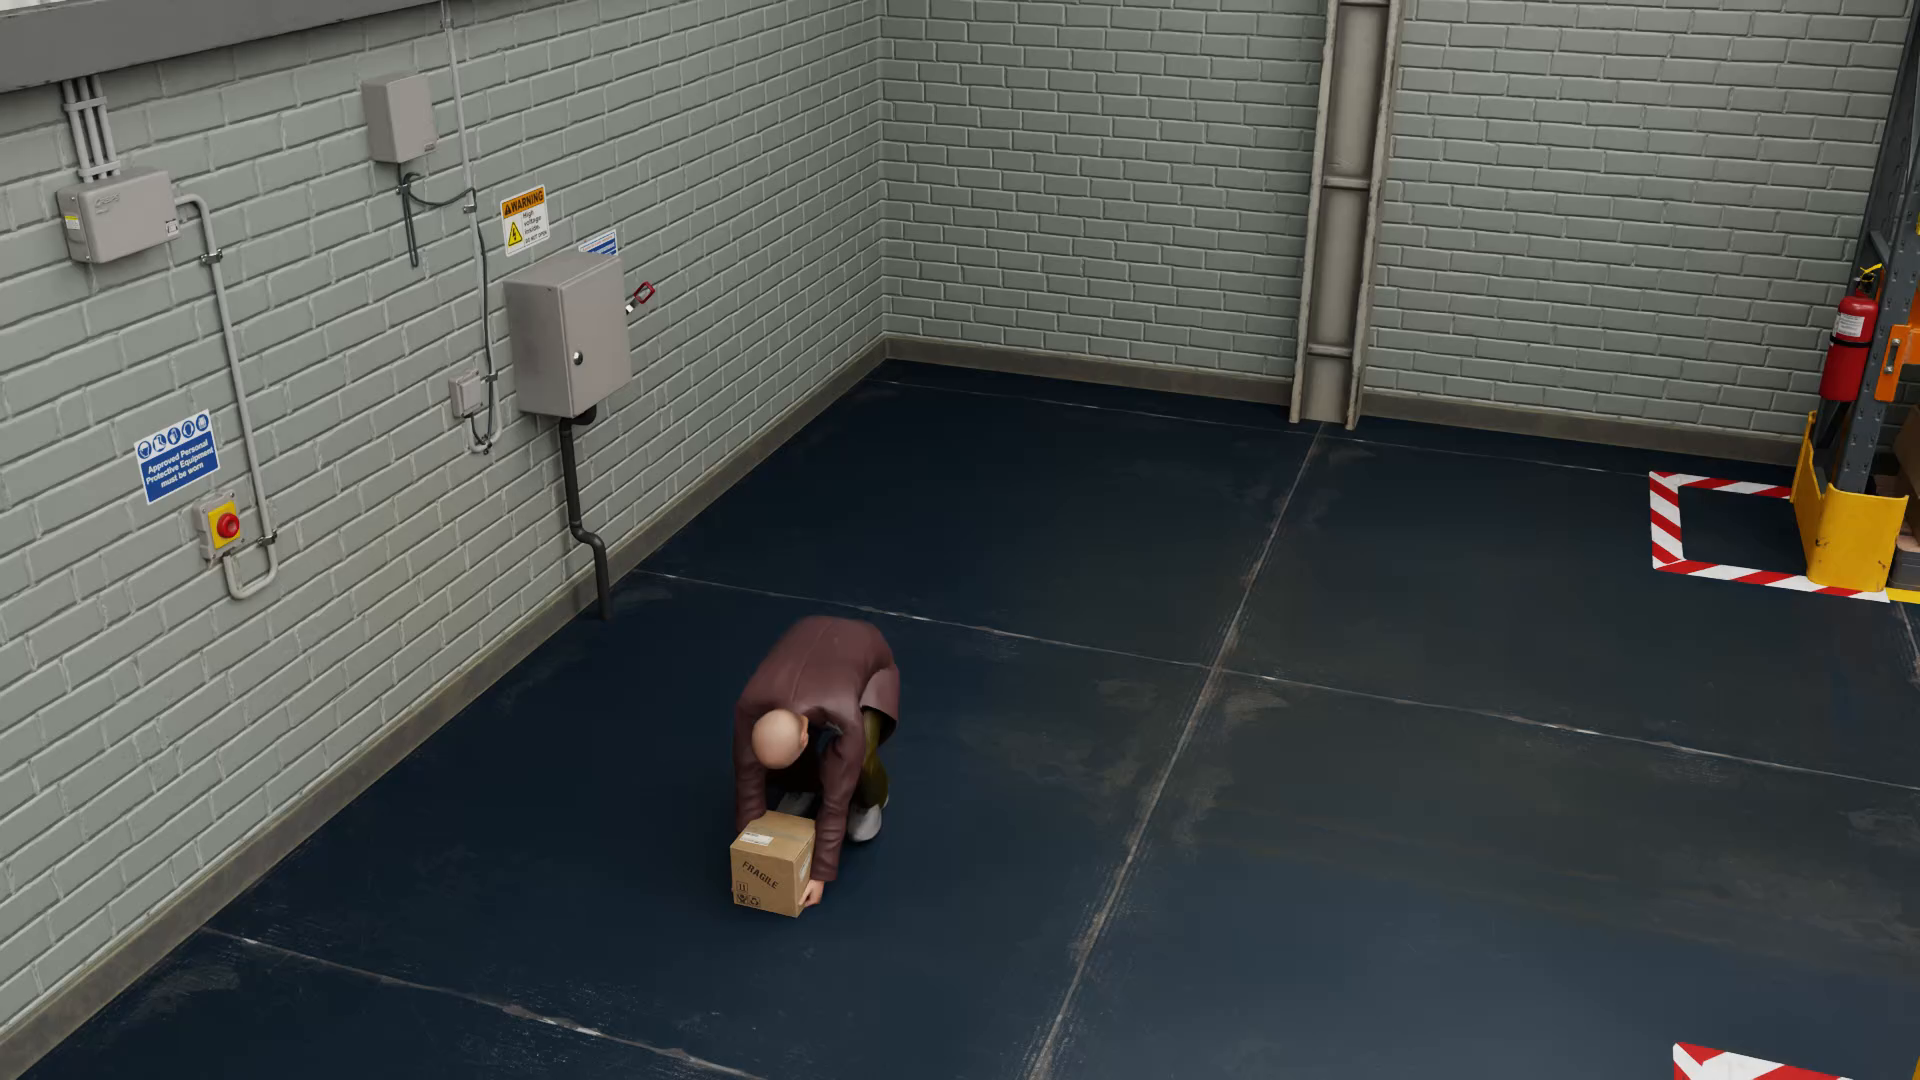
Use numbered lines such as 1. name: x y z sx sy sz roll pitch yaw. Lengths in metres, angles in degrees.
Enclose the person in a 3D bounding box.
1. person: -0.537 0.762 6.151 0.584 0.849 0.952 8 26 16
